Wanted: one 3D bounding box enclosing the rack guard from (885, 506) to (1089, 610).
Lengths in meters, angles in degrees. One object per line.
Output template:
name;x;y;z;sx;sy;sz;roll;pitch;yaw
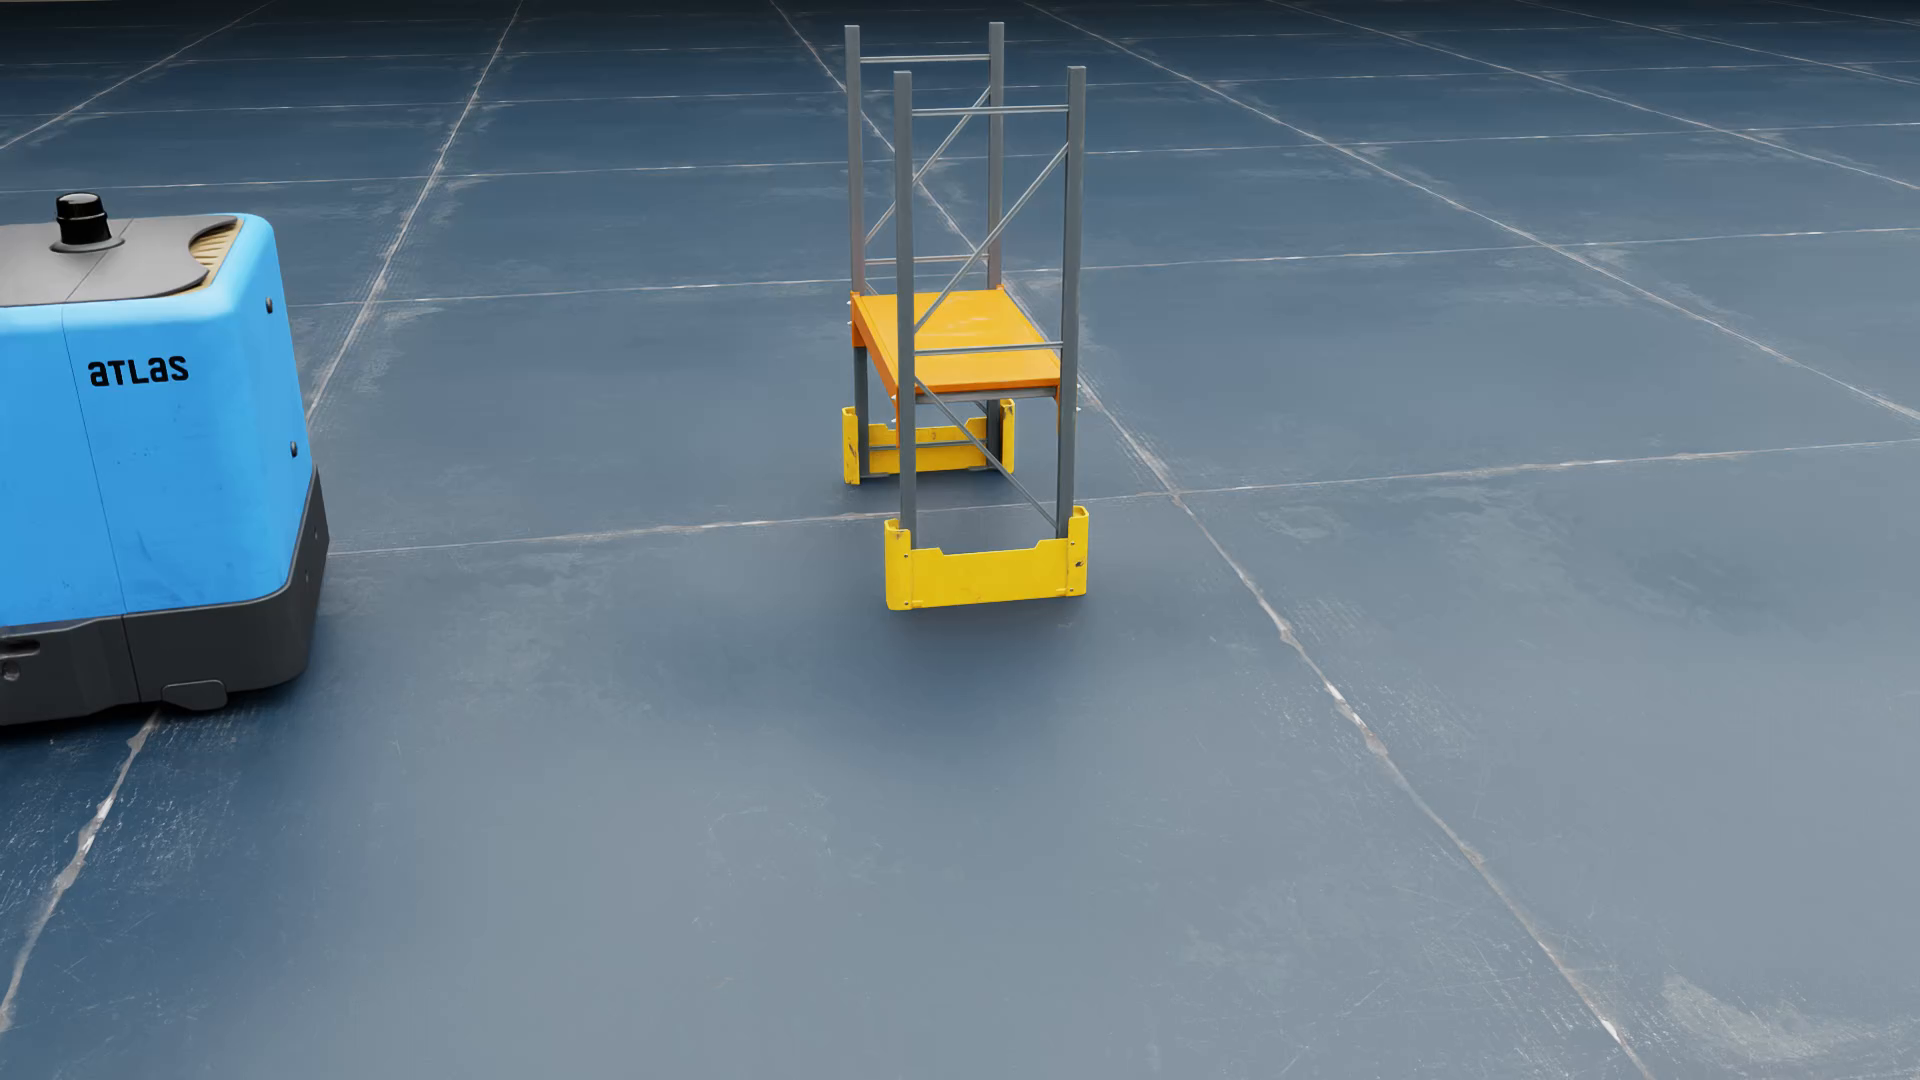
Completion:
rack guard;0.078;0.051;4.820;0.587;0.250;0.087;-4;24;-10

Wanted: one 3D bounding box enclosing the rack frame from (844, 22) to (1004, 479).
rack frame;-0.110;-0.921;5.484;0.500;1.500;0.032;-4;24;-10

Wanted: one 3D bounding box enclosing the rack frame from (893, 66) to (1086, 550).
rack frame;0.078;-0.521;4.569;0.500;1.500;0.032;-4;24;-10

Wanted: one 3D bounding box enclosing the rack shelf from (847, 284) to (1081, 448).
rack shelf;-0.016;-0.556;5.099;0.538;0.185;1.000;-4;24;-10

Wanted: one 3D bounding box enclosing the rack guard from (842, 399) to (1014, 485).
rack guard;-0.106;-0.340;5.717;0.587;0.250;0.087;-4;24;-10

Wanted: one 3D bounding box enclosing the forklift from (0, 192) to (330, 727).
forklift;-3.273;-0.954;3.773;3.031;2.935;1.130;-6;24;-14

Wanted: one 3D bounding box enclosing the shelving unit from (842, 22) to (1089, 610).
shelving unit;-0.014;-0.717;5.018;0.587;1.500;1.083;-4;24;-10
